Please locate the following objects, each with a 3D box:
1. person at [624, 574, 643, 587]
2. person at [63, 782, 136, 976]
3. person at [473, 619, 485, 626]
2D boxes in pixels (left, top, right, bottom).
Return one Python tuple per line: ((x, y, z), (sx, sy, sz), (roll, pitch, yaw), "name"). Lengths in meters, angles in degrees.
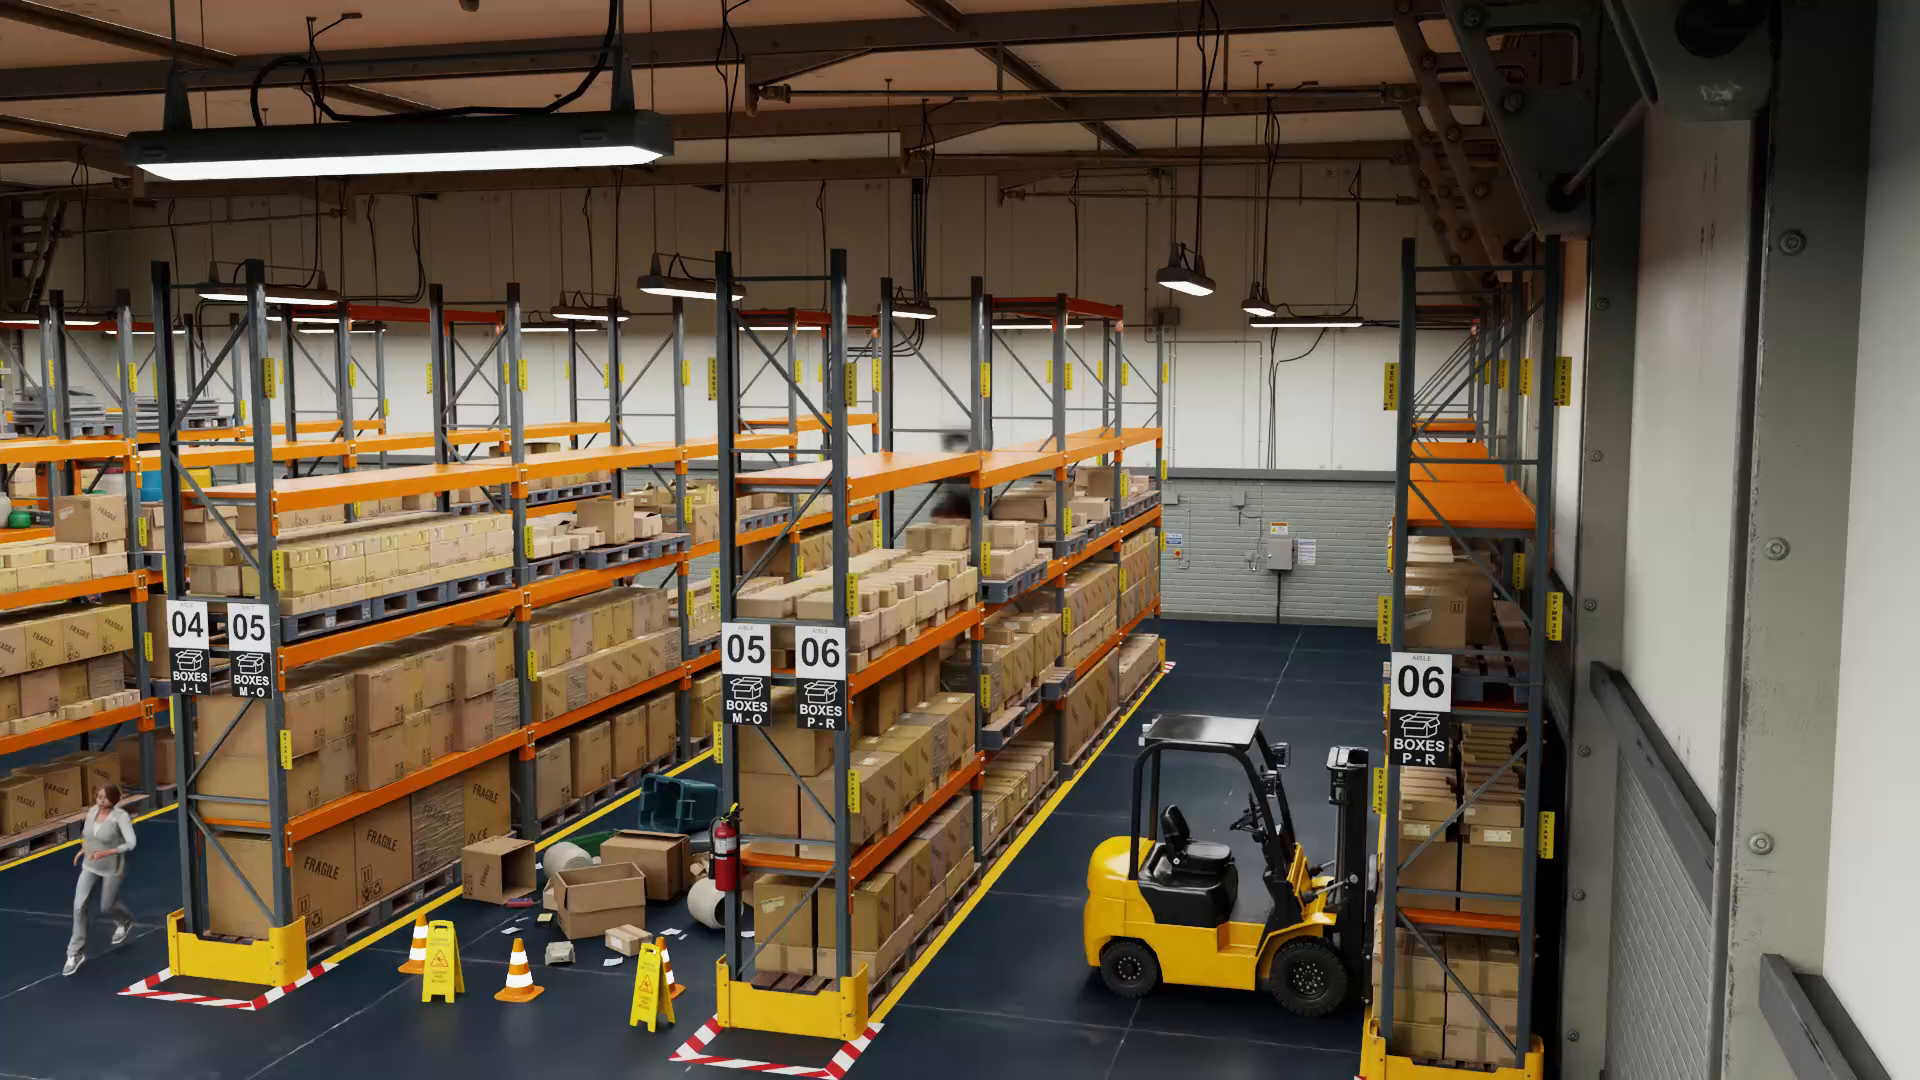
((-5.619, 1.349, 28.324), (0.561, 1.744, 0.728), (2, 6, 14), "person")
((-7.400, 2.880, 14.401), (0.512, 1.566, 0.815), (0, 6, 4), "person")
((-6.767, 1.901, 23.346), (0.506, 1.586, 0.656), (0, 6, 4), "person")
